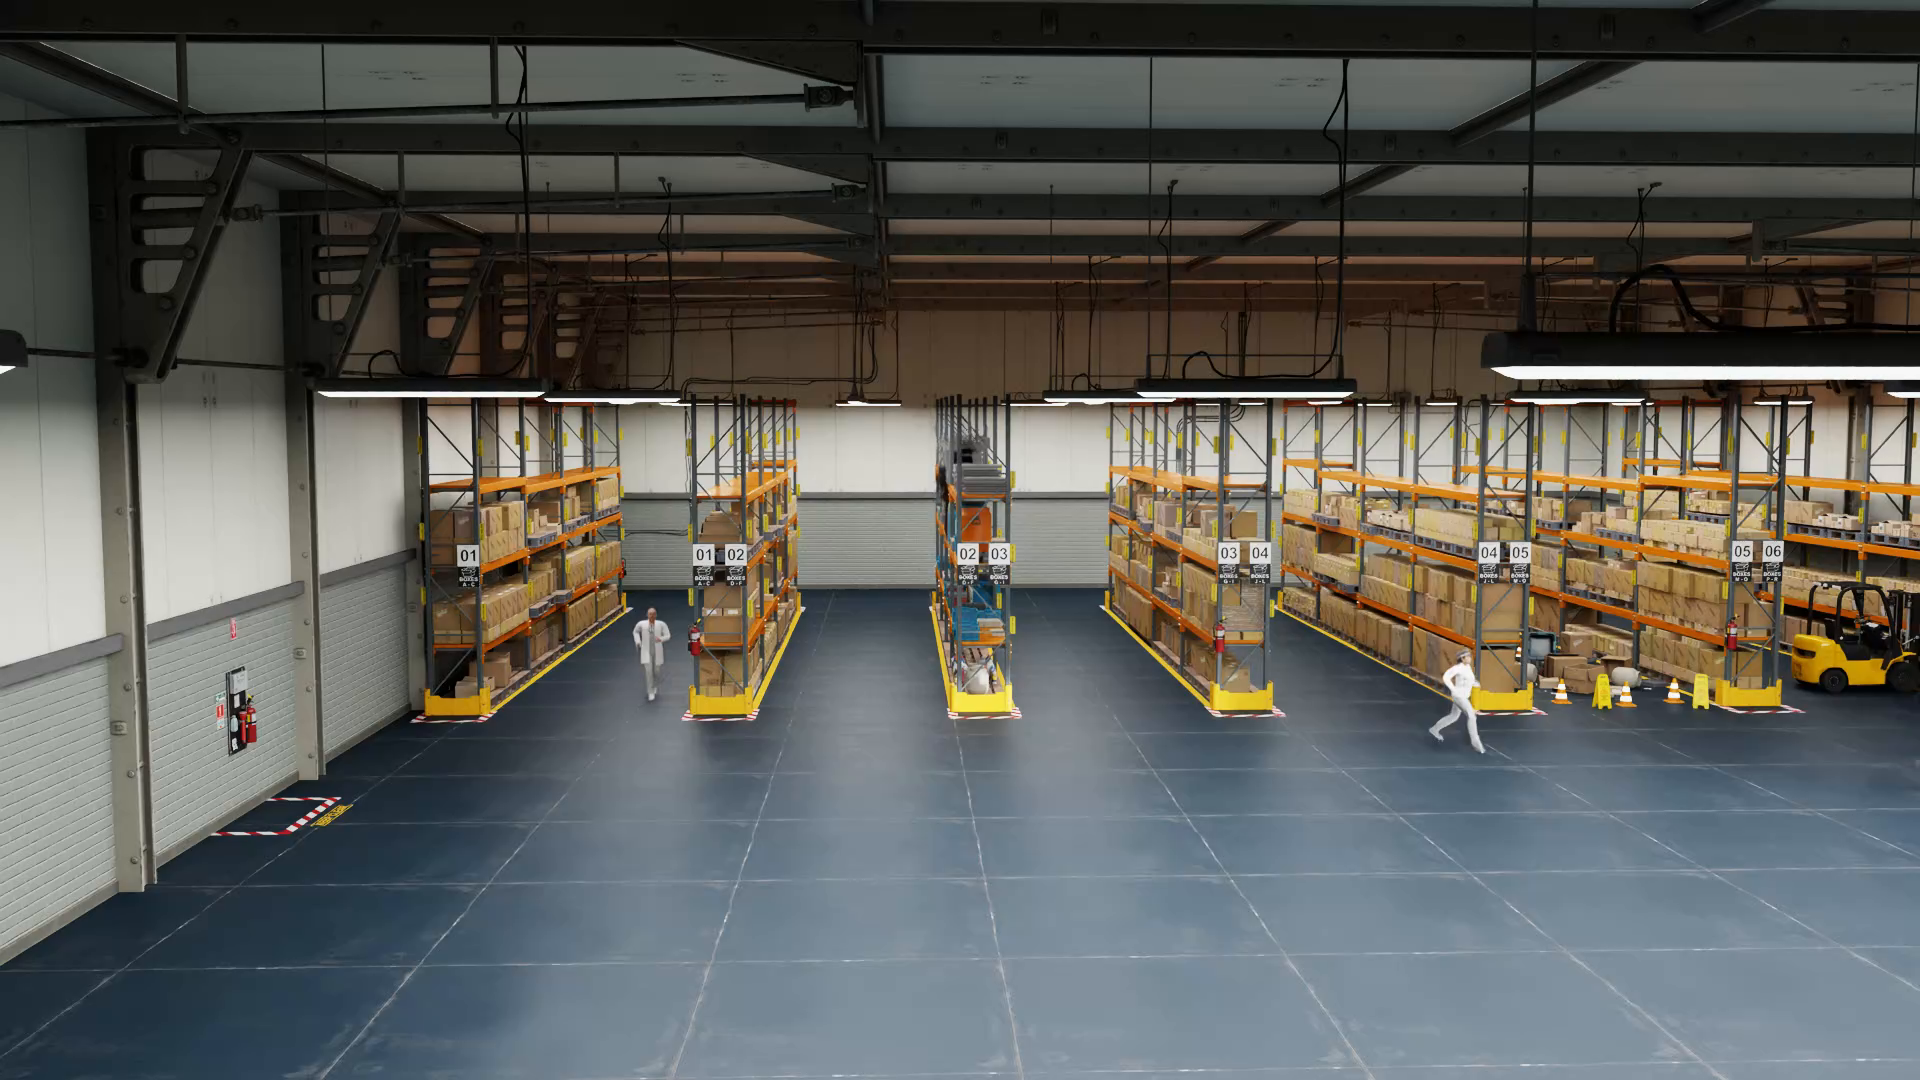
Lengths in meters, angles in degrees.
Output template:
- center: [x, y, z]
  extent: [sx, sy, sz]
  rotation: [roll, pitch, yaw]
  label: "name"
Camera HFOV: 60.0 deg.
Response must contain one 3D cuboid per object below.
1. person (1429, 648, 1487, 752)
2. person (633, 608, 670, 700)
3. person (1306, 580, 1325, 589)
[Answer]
- center: [8.427, 2.681, 28.088]
  extent: [1.003, 1.738, 0.580]
  rotation: [3, 5, 30]
  label: "person"
- center: [-6.076, 2.270, 32.843]
  extent: [0.715, 1.677, 0.949]
  rotation: [-1, 5, -15]
  label: "person"
- center: [10.472, 0.985, 48.977]
  extent: [0.908, 1.809, 0.669]
  rotation: [0, 4, 1]
  label: "person"
